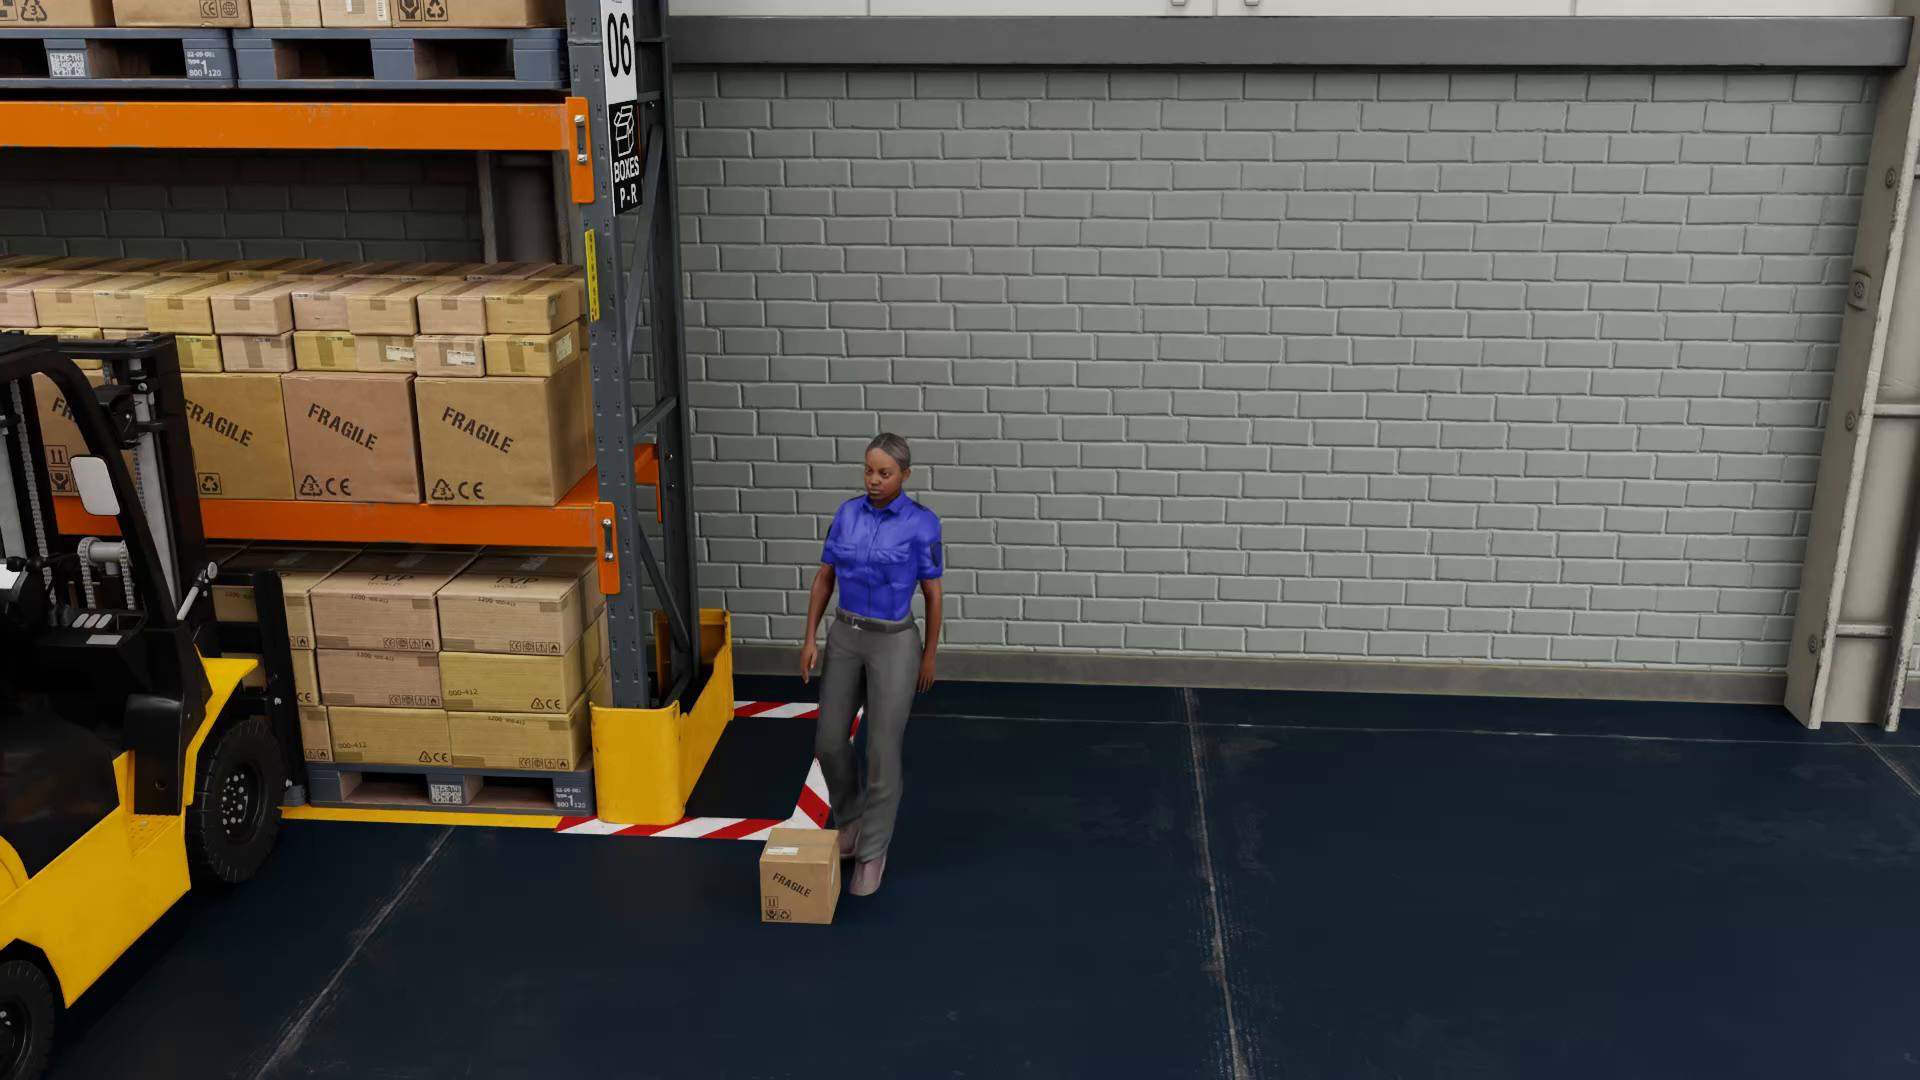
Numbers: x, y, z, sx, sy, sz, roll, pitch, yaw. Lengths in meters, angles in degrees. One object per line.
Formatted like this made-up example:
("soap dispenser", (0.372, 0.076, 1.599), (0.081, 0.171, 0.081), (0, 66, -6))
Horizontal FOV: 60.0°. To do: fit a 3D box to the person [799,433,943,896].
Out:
("person", (-0.362, 0.478, 6.161), (0.489, 1.731, 0.581), (8, 19, 24))
